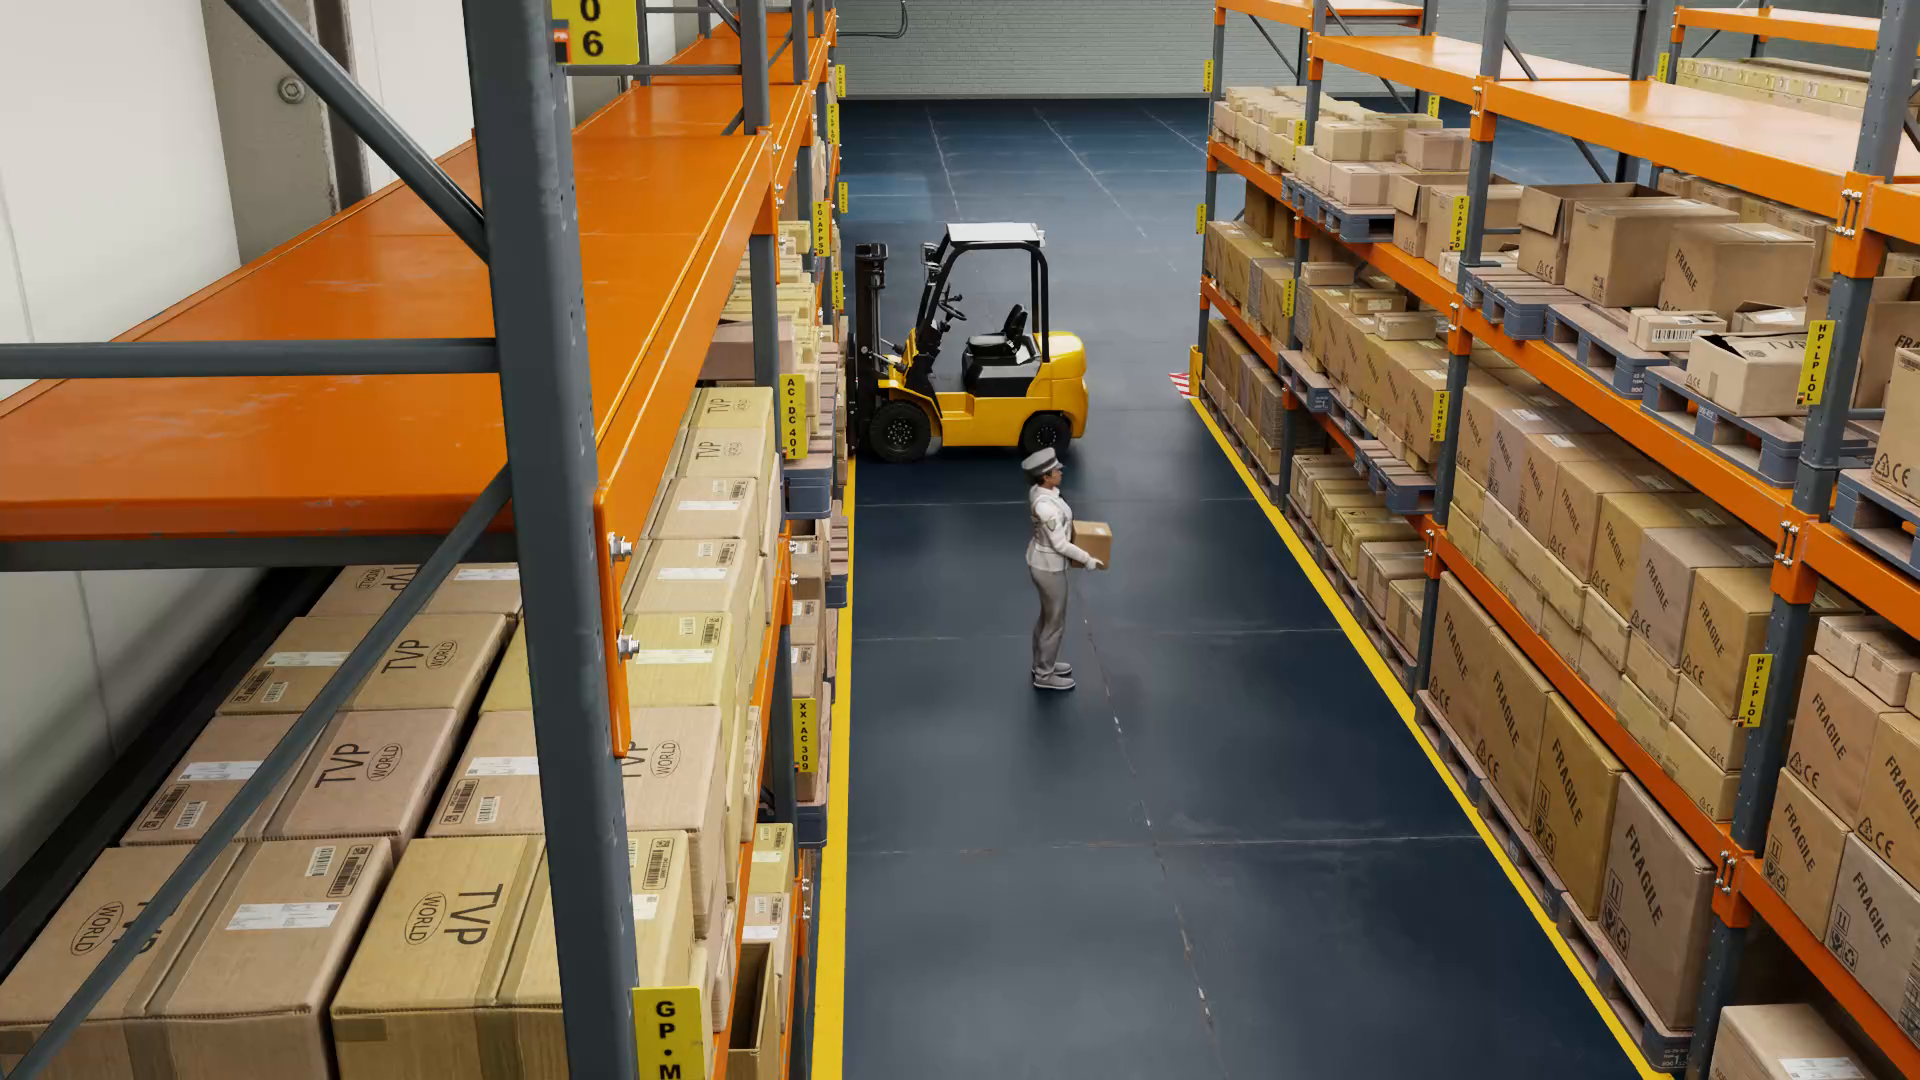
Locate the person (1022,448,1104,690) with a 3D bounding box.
[{"bbox_3d":[0.687,0.184,11.363,0.550,1.690,0.469,-1,21,-3],"label":"person"}]
